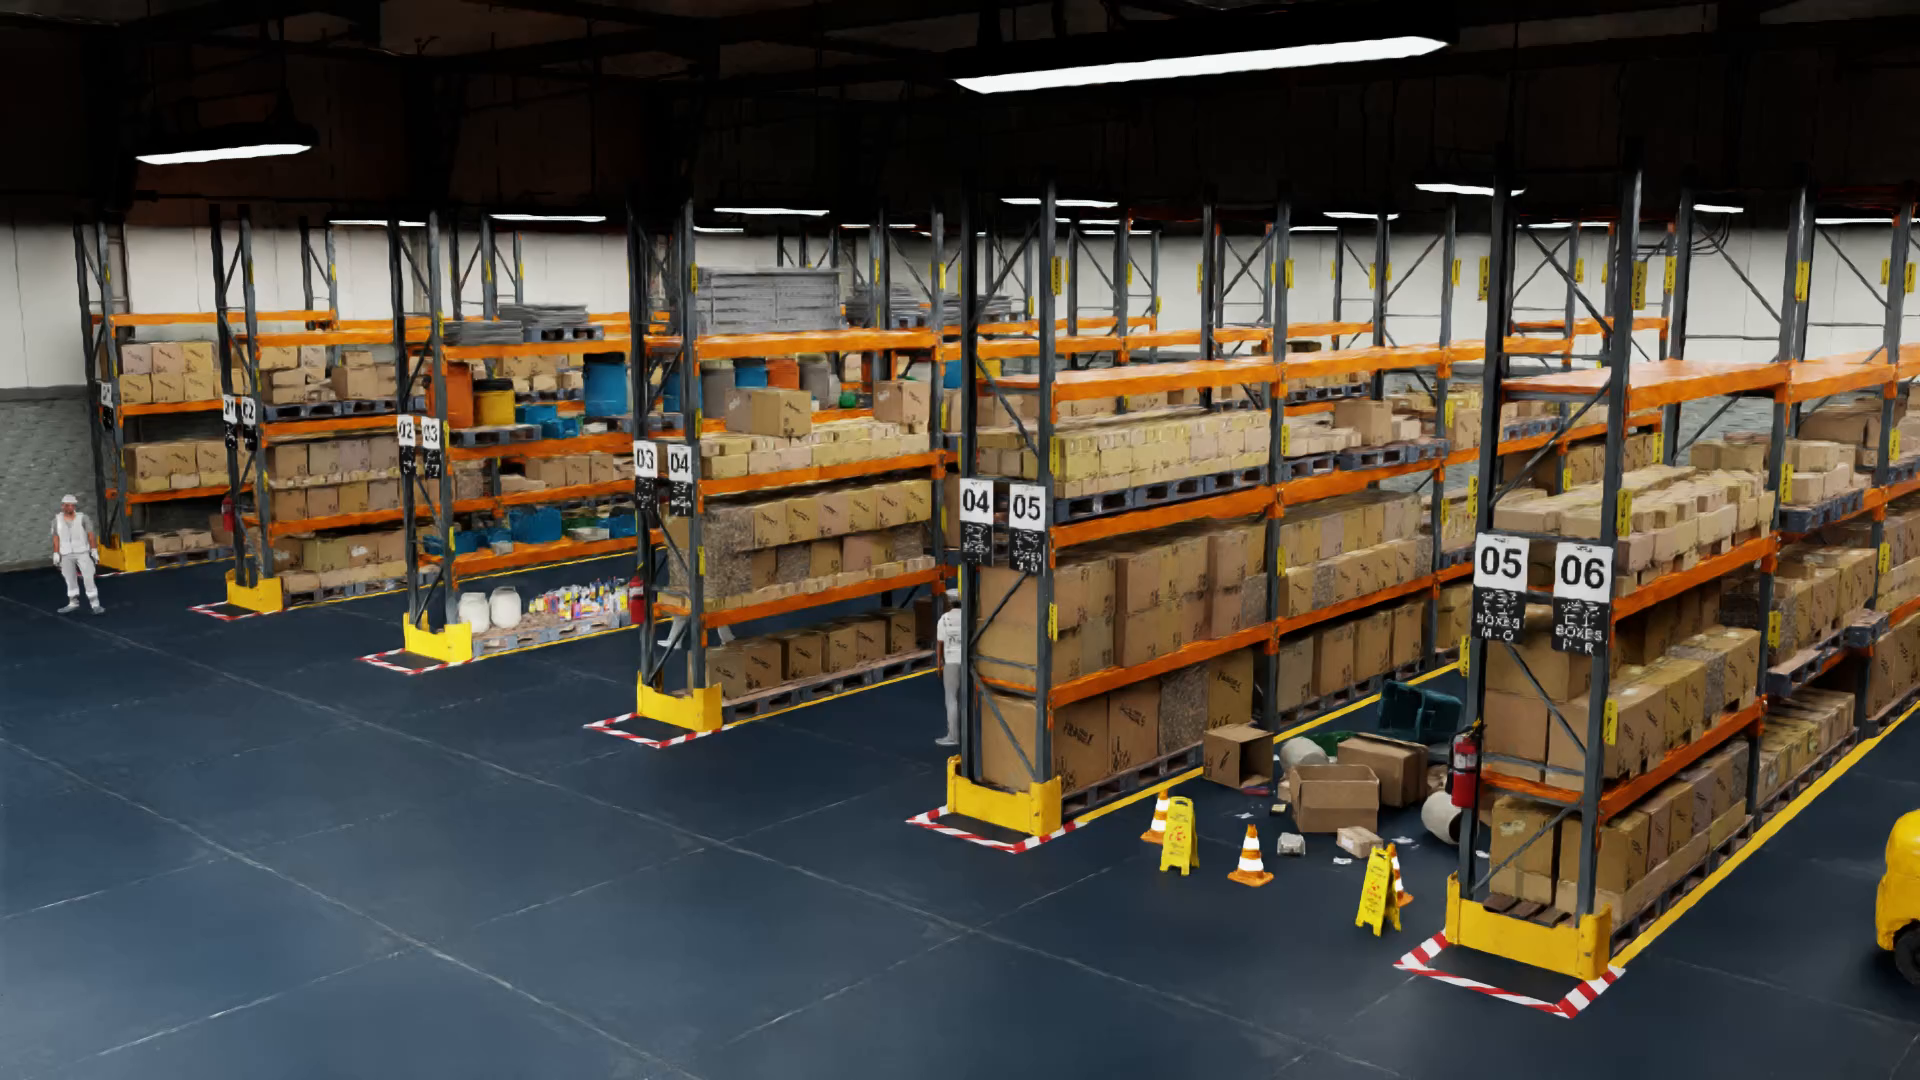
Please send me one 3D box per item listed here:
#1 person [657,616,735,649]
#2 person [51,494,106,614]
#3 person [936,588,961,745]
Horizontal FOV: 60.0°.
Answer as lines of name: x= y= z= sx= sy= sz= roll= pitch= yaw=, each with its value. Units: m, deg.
person: x=-3.345 y=0.598 z=21.077 sx=0.949 sy=1.611 sz=0.482 roll=-4 pitch=10 yaw=-25
person: x=-13.042 y=0.203 z=24.577 sx=0.702 sy=1.784 sz=0.528 roll=-3 pitch=10 yaw=-15
person: x=-0.027 y=1.356 z=18.066 sx=0.573 sy=1.654 sz=0.607 roll=-3 pitch=10 yaw=-20
